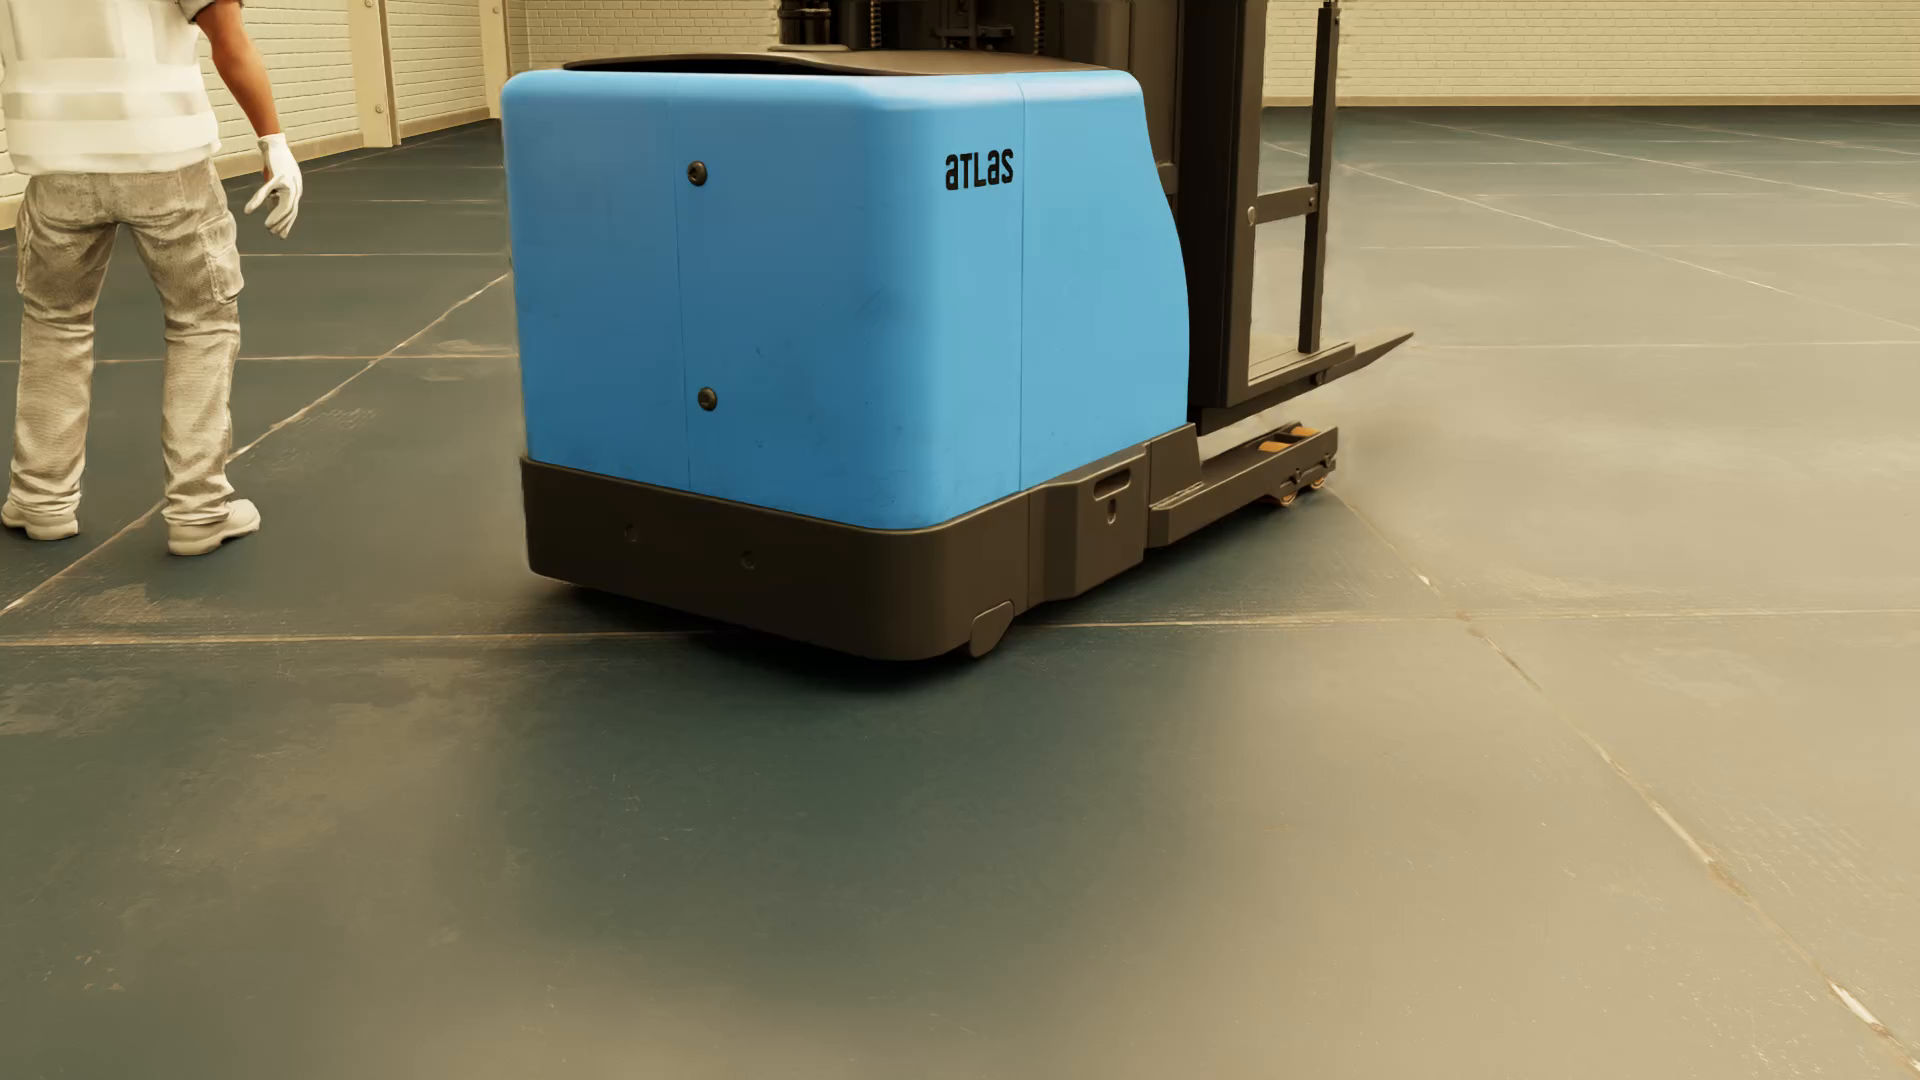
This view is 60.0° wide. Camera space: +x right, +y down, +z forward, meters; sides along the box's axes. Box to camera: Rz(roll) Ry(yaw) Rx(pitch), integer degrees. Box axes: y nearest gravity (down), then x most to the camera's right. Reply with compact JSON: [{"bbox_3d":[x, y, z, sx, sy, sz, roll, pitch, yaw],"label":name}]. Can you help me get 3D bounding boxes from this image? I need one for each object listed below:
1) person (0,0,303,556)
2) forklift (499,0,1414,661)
[{"bbox_3d":[-1.892,-0.855,3.733,0.871,1.745,0.440,-1,17,-3],"label":"person"},{"bbox_3d":[0.336,-1.556,3.994,1.130,2.935,3.031,11,20,33],"label":"forklift"}]
